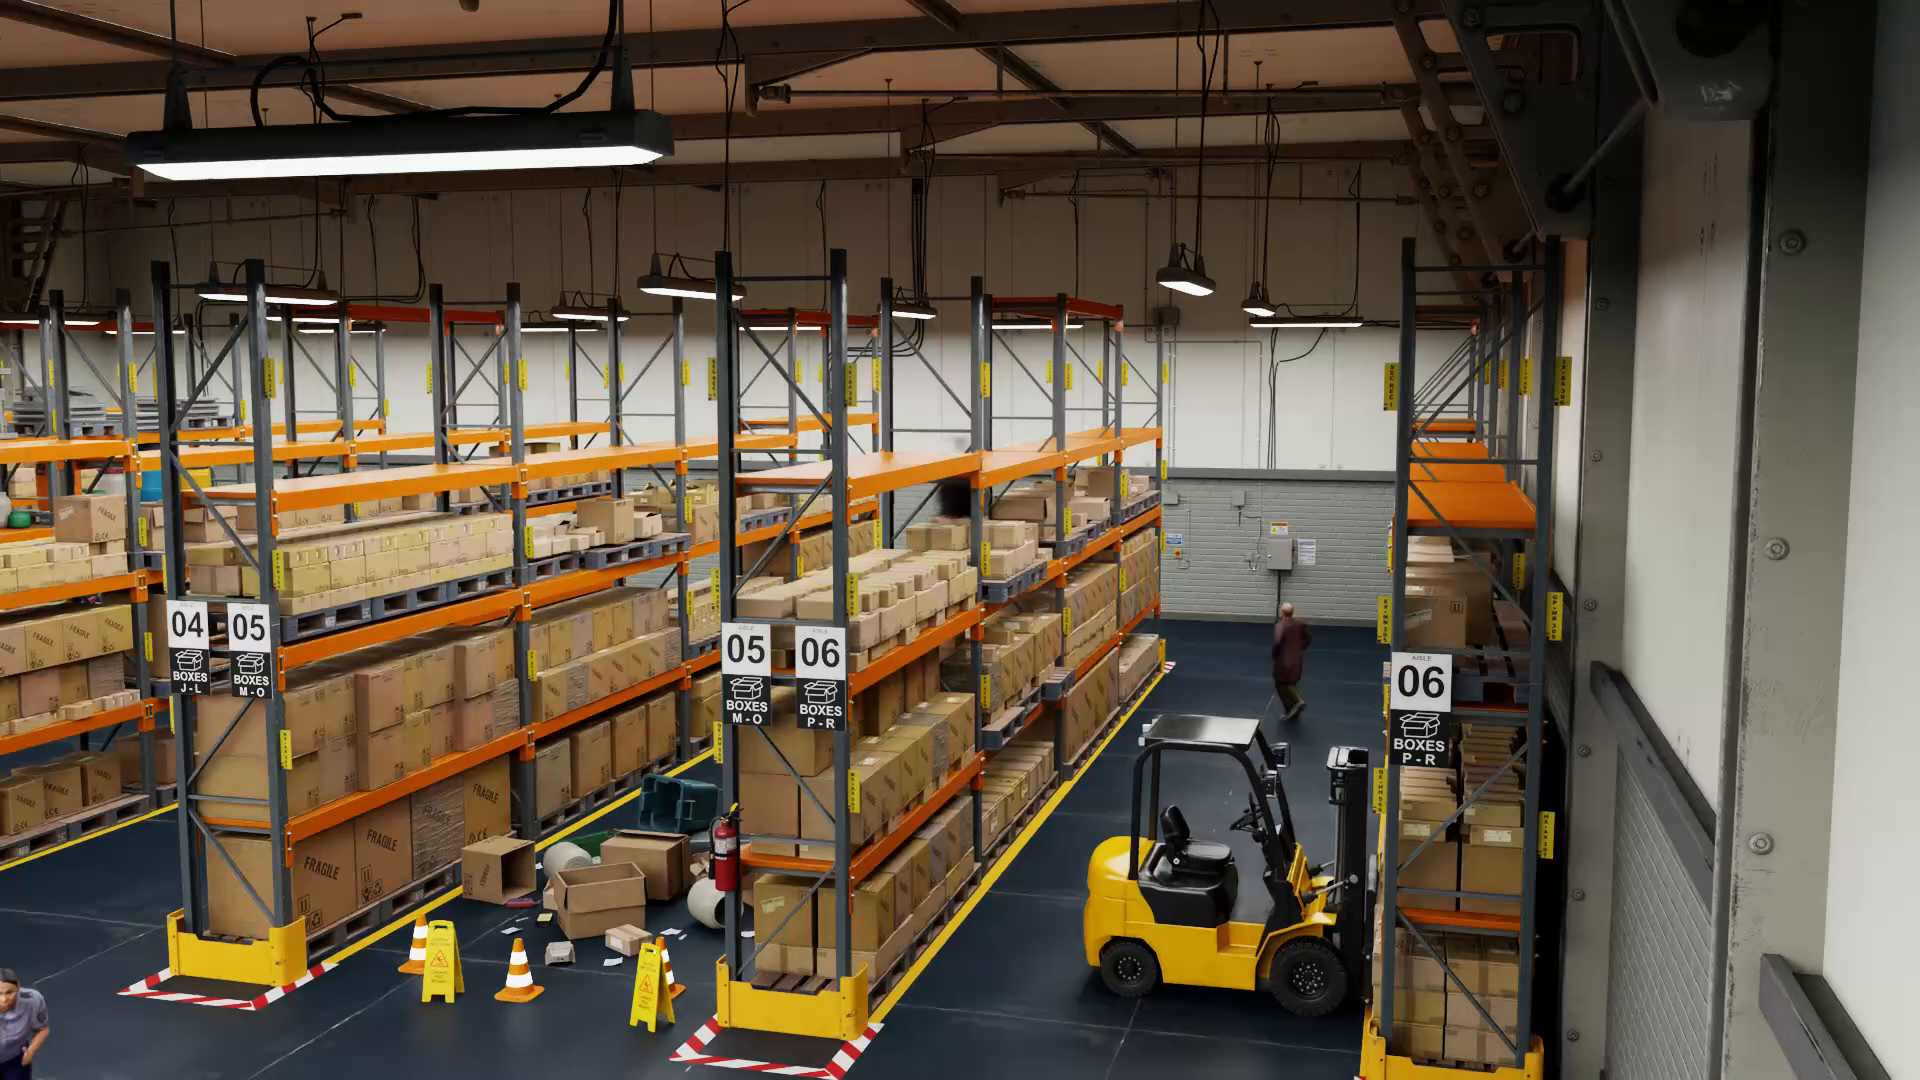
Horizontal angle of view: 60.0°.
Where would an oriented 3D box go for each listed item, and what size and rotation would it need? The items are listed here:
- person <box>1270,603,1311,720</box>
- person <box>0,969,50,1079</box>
[{"bbox_3d":[4.808,1.786,23.956,0.694,1.736,0.711,-2,6,-17],"label":"person"},{"bbox_3d":[-6.039,3.342,10.366,0.638,1.467,0.869,-5,8,-42],"label":"person"}]
